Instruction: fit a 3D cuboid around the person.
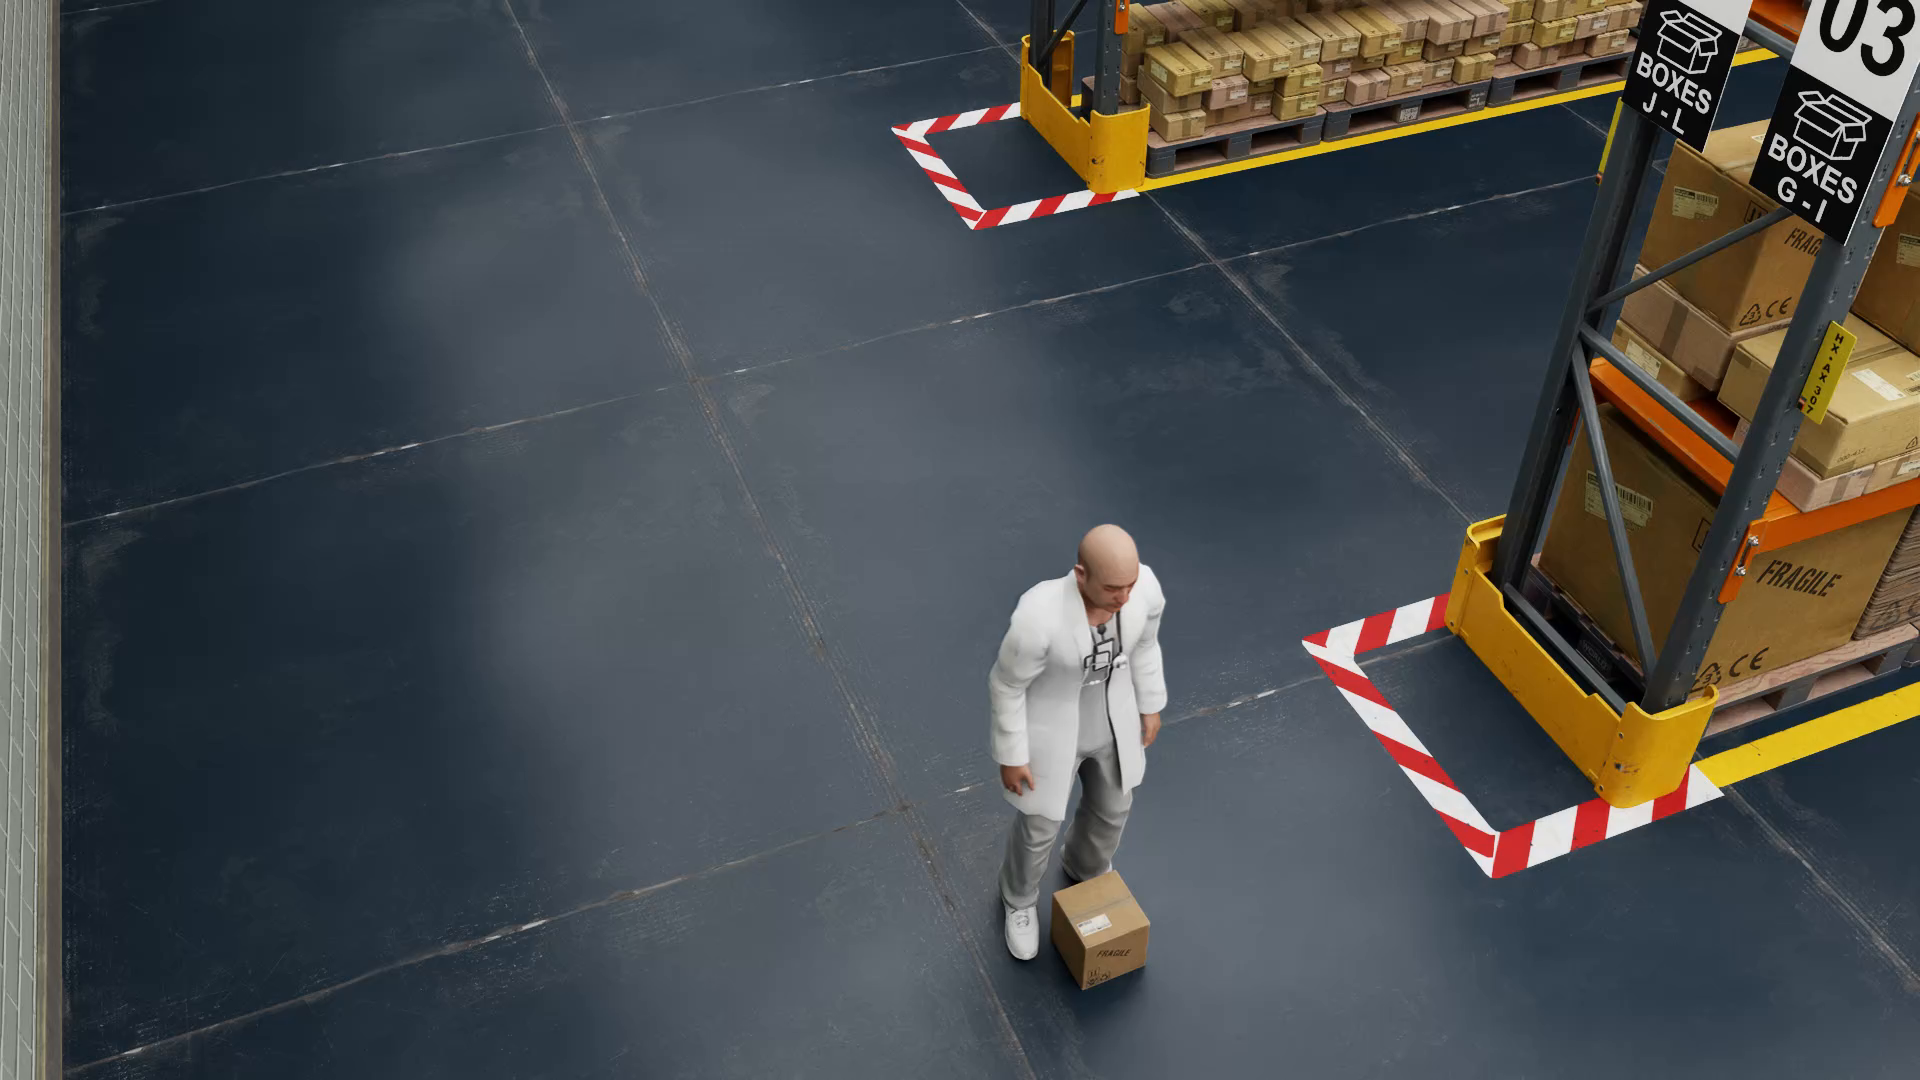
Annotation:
[{"bbox_3d":[0.394,0.627,5.456,0.648,1.772,0.429,-18,44,-19],"label":"person"}]
